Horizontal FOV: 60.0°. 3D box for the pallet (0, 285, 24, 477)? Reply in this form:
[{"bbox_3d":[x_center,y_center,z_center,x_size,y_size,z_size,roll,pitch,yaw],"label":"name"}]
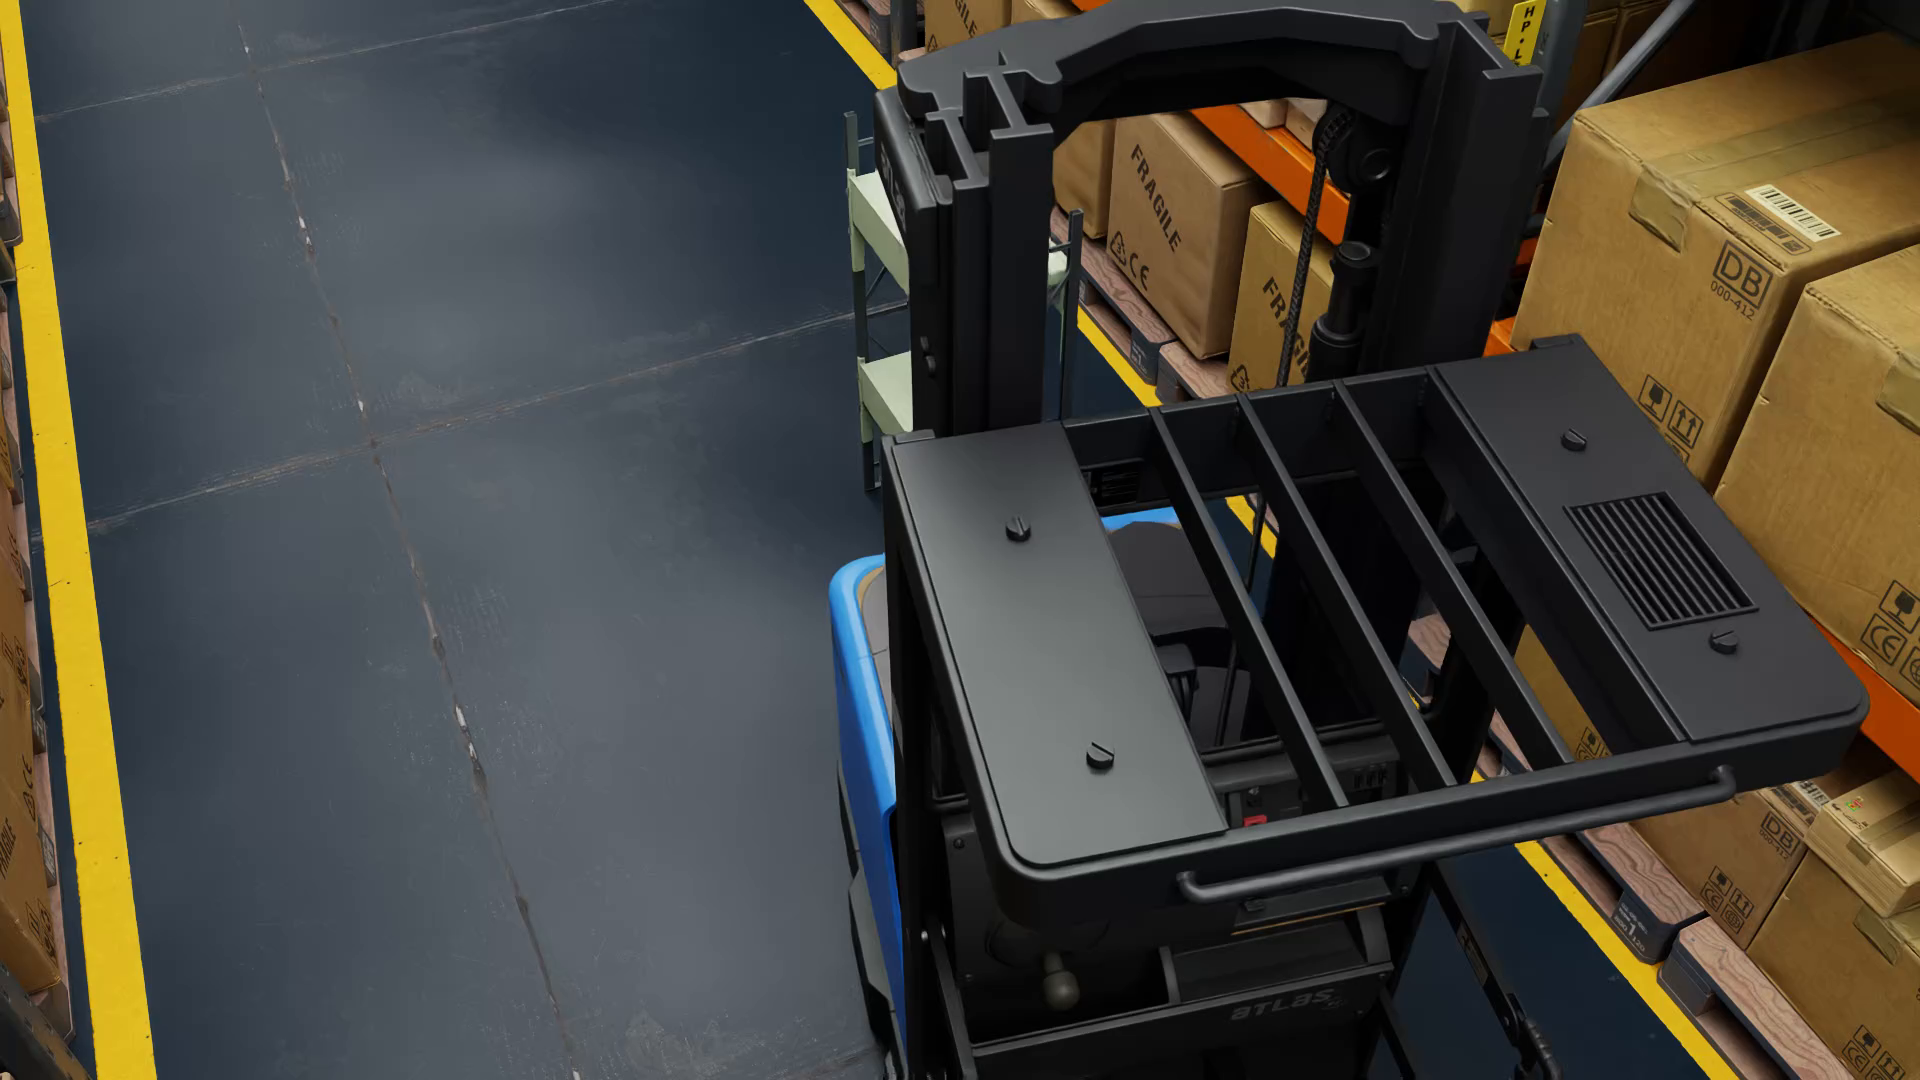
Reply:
[{"bbox_3d":[-4.066,-0.534,6.141,1.003,0.211,1.213,-18,47,-17],"label":"pallet"}]

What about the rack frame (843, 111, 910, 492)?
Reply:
[{"bbox_3d":[-0.157,-0.771,5.464,0.400,1.500,0.023,-18,47,-17],"label":"rack frame"}]

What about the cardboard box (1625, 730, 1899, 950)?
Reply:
[{"bbox_3d":[2.258,0.638,4.448,0.700,0.500,0.500,-18,48,-18],"label":"cardboard box"}]

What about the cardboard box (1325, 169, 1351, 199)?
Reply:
[{"bbox_3d":[1.302,-1.133,4.927,0.380,0.149,0.250,-17,47,-17],"label":"cardboard box"}]

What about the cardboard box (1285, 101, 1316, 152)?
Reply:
[{"bbox_3d":[1.234,-1.312,5.108,0.380,0.149,0.250,-17,47,-16],"label":"cardboard box"}]

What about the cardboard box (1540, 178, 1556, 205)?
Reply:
[{"bbox_3d":[1.868,-1.120,4.914,0.380,0.149,0.250,-19,48,-19],"label":"cardboard box"}]

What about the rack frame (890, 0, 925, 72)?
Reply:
[{"bbox_3d":[0.147,-3.479,7.140,1.000,3.000,0.127,-18,47,-17],"label":"rack frame"}]

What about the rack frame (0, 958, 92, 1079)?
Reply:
[{"bbox_3d":[-2.661,0.534,3.073,0.949,2.616,0.053,-18,47,-17],"label":"rack frame"}]

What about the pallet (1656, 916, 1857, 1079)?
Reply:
[{"bbox_3d":[2.594,1.349,4.233,1.003,0.211,1.213,-18,47,-17],"label":"pallet"}]

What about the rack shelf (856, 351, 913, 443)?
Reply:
[{"bbox_3d":[-0.003,-0.306,5.457,0.431,0.370,0.720,-18,47,-17],"label":"rack shelf"}]

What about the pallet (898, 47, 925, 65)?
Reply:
[{"bbox_3d":[0.410,-1.962,7.588,1.003,0.211,1.213,-18,47,-17],"label":"pallet"}]

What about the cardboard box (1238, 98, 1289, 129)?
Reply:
[{"bbox_3d":[1.070,-1.463,5.261,0.380,0.149,0.250,-18,47,-17],"label":"cardboard box"}]

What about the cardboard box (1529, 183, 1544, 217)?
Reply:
[{"bbox_3d":[1.430,-0.979,4.772,0.380,0.149,0.250,-18,47,-17],"label":"cardboard box"}]

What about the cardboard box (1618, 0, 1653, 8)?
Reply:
[{"bbox_3d":[1.872,-1.715,4.522,0.500,0.250,0.500,-17,47,-16],"label":"cardboard box"}]

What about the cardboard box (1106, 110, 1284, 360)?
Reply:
[{"bbox_3d":[1.061,-1.256,6.118,0.750,0.750,0.750,-17,47,-16],"label":"cardboard box"}]

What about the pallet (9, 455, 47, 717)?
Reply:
[{"bbox_3d":[-3.557,0.242,5.354,1.003,0.211,1.213,-18,47,-17],"label":"pallet"}]

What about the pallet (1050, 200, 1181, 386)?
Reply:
[{"bbox_3d":[0.919,-1.185,6.801,1.003,0.211,1.213,-18,47,-17],"label":"pallet"}]

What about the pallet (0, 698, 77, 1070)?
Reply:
[{"bbox_3d":[-3.040,1.021,4.565,1.003,0.211,1.213,-18,47,-17],"label":"pallet"}]

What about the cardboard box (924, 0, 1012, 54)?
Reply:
[{"bbox_3d":[0.337,-2.356,7.233,0.750,0.750,0.750,-19,48,-18],"label":"cardboard box"}]

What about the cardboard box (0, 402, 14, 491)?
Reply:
[{"bbox_3d":[-3.522,-0.424,5.510,0.500,0.500,0.500,-20,48,-19],"label":"cardboard box"}]

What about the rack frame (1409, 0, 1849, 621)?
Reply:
[{"bbox_3d":[1.829,-0.930,4.557,1.000,3.000,0.127,-18,47,-17],"label":"rack frame"}]

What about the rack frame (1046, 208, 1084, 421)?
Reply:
[{"bbox_3d":[0.151,-0.305,4.991,0.400,1.500,0.023,-18,47,-17],"label":"rack frame"}]

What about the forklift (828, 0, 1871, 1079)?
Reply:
[{"bbox_3d":[0.482,0.709,2.945,1.130,2.935,3.031,-9,45,-9],"label":"forklift"}]

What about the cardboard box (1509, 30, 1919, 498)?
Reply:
[{"bbox_3d":[2.042,-0.686,4.096,0.980,0.700,0.700,-17,47,-17],"label":"cardboard box"}]

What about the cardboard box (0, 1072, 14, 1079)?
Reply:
[{"bbox_3d":[-2.167,1.548,3.512,0.500,0.500,0.500,-18,47,-17],"label":"cardboard box"}]

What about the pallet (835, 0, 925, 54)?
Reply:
[{"bbox_3d":[-0.180,-2.985,8.625,1.003,0.211,1.213,-18,47,-17],"label":"pallet"}]

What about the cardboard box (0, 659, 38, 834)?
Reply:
[{"bbox_3d":[-2.881,0.552,4.522,0.500,0.500,0.500,-17,47,-17],"label":"cardboard box"}]

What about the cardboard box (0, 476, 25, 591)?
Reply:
[{"bbox_3d":[-3.296,-0.091,5.173,0.500,0.500,0.500,-20,48,-19],"label":"cardboard box"}]

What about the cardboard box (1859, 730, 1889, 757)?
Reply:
[{"bbox_3d":[2.504,0.438,4.189,0.380,0.149,0.250,-19,48,-19],"label":"cardboard box"}]

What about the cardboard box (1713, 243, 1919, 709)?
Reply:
[{"bbox_3d":[2.344,-0.219,3.623,0.980,0.700,0.700,-19,48,-18],"label":"cardboard box"}]

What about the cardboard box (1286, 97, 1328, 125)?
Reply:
[{"bbox_3d":[1.183,-1.620,4.959,0.500,0.500,0.500,-18,47,-17],"label":"cardboard box"}]

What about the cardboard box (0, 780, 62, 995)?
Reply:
[{"bbox_3d":[-2.646,0.888,4.180,0.500,0.500,0.500,-20,48,-19],"label":"cardboard box"}]

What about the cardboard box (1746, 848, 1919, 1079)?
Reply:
[{"bbox_3d":[2.472,0.966,4.116,0.700,0.500,0.500,-17,47,-16],"label":"cardboard box"}]

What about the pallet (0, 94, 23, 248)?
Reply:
[{"bbox_3d":[-4.657,-1.557,7.178,1.003,0.211,1.213,-18,47,-17],"label":"pallet"}]

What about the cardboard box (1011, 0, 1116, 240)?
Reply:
[{"bbox_3d":[0.700,-1.796,6.666,0.750,0.750,0.750,-18,47,-18],"label":"cardboard box"}]

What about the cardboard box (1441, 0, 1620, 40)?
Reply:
[{"bbox_3d":[1.400,-1.568,4.372,0.500,0.250,0.500,-17,47,-16],"label":"cardboard box"}]

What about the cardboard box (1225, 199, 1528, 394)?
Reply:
[{"bbox_3d":[1.438,-0.690,5.545,0.750,0.750,0.750,-18,47,-17],"label":"cardboard box"}]

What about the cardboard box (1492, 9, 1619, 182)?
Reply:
[{"bbox_3d":[1.406,-1.298,4.633,0.500,0.500,0.500,-19,48,-18],"label":"cardboard box"}]

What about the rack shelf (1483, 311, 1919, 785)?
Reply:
[{"bbox_3d":[2.670,0.601,3.518,1.077,0.370,4.000,-18,47,-17],"label":"rack shelf"}]

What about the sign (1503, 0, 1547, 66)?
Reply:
[{"bbox_3d":[1.341,-1.147,4.009,0.100,0.325,0.005,-18,47,-17],"label":"sign"}]

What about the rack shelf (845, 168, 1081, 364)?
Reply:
[{"bbox_3d":[-0.003,-0.816,4.953,0.431,0.370,0.720,-18,47,-17],"label":"rack shelf"}]

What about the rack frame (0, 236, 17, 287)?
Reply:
[{"bbox_3d":[-4.346,-2.014,5.655,1.000,3.000,0.127,-18,47,-17],"label":"rack frame"}]

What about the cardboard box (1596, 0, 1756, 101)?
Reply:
[{"bbox_3d":[1.864,-1.446,4.783,0.500,0.500,0.500,-20,48,-19],"label":"cardboard box"}]

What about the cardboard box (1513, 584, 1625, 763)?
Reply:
[{"bbox_3d":[2.050,0.317,4.774,0.700,0.500,0.500,-17,47,-17],"label":"cardboard box"}]

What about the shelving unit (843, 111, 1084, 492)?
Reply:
[{"bbox_3d":[-0.003,-0.538,5.228,0.431,1.500,0.755,-18,47,-17],"label":"shelving unit"}]

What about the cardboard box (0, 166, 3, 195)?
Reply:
[{"bbox_3d":[-4.300,-1.605,6.899,0.500,0.250,0.500,-18,47,-18],"label":"cardboard box"}]

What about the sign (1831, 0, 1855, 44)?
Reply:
[{"bbox_3d":[2.332,-1.431,4.392,0.100,0.325,0.005,-18,47,-17],"label":"sign"}]

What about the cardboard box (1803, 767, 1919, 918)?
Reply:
[{"bbox_3d":[2.248,0.691,3.933,0.380,0.149,0.250,-19,48,-19],"label":"cardboard box"}]

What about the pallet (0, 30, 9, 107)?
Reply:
[{"bbox_3d":[-5.166,-2.334,7.965,1.003,0.211,1.213,-18,47,-17],"label":"pallet"}]

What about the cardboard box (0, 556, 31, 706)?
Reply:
[{"bbox_3d":[-3.084,0.231,4.847,0.500,0.500,0.500,-17,47,-17],"label":"cardboard box"}]

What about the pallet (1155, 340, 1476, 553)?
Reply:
[{"bbox_3d":[1.436,-0.407,6.012,1.003,0.211,1.213,-18,47,-17],"label":"pallet"}]

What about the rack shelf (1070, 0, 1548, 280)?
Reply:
[{"bbox_3d":[0.988,-1.948,6.101,1.077,0.370,4.000,-18,47,-17],"label":"rack shelf"}]

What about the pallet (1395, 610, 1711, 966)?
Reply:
[{"bbox_3d":[2.078,0.570,5.022,1.003,0.211,1.213,-18,47,-17],"label":"pallet"}]
